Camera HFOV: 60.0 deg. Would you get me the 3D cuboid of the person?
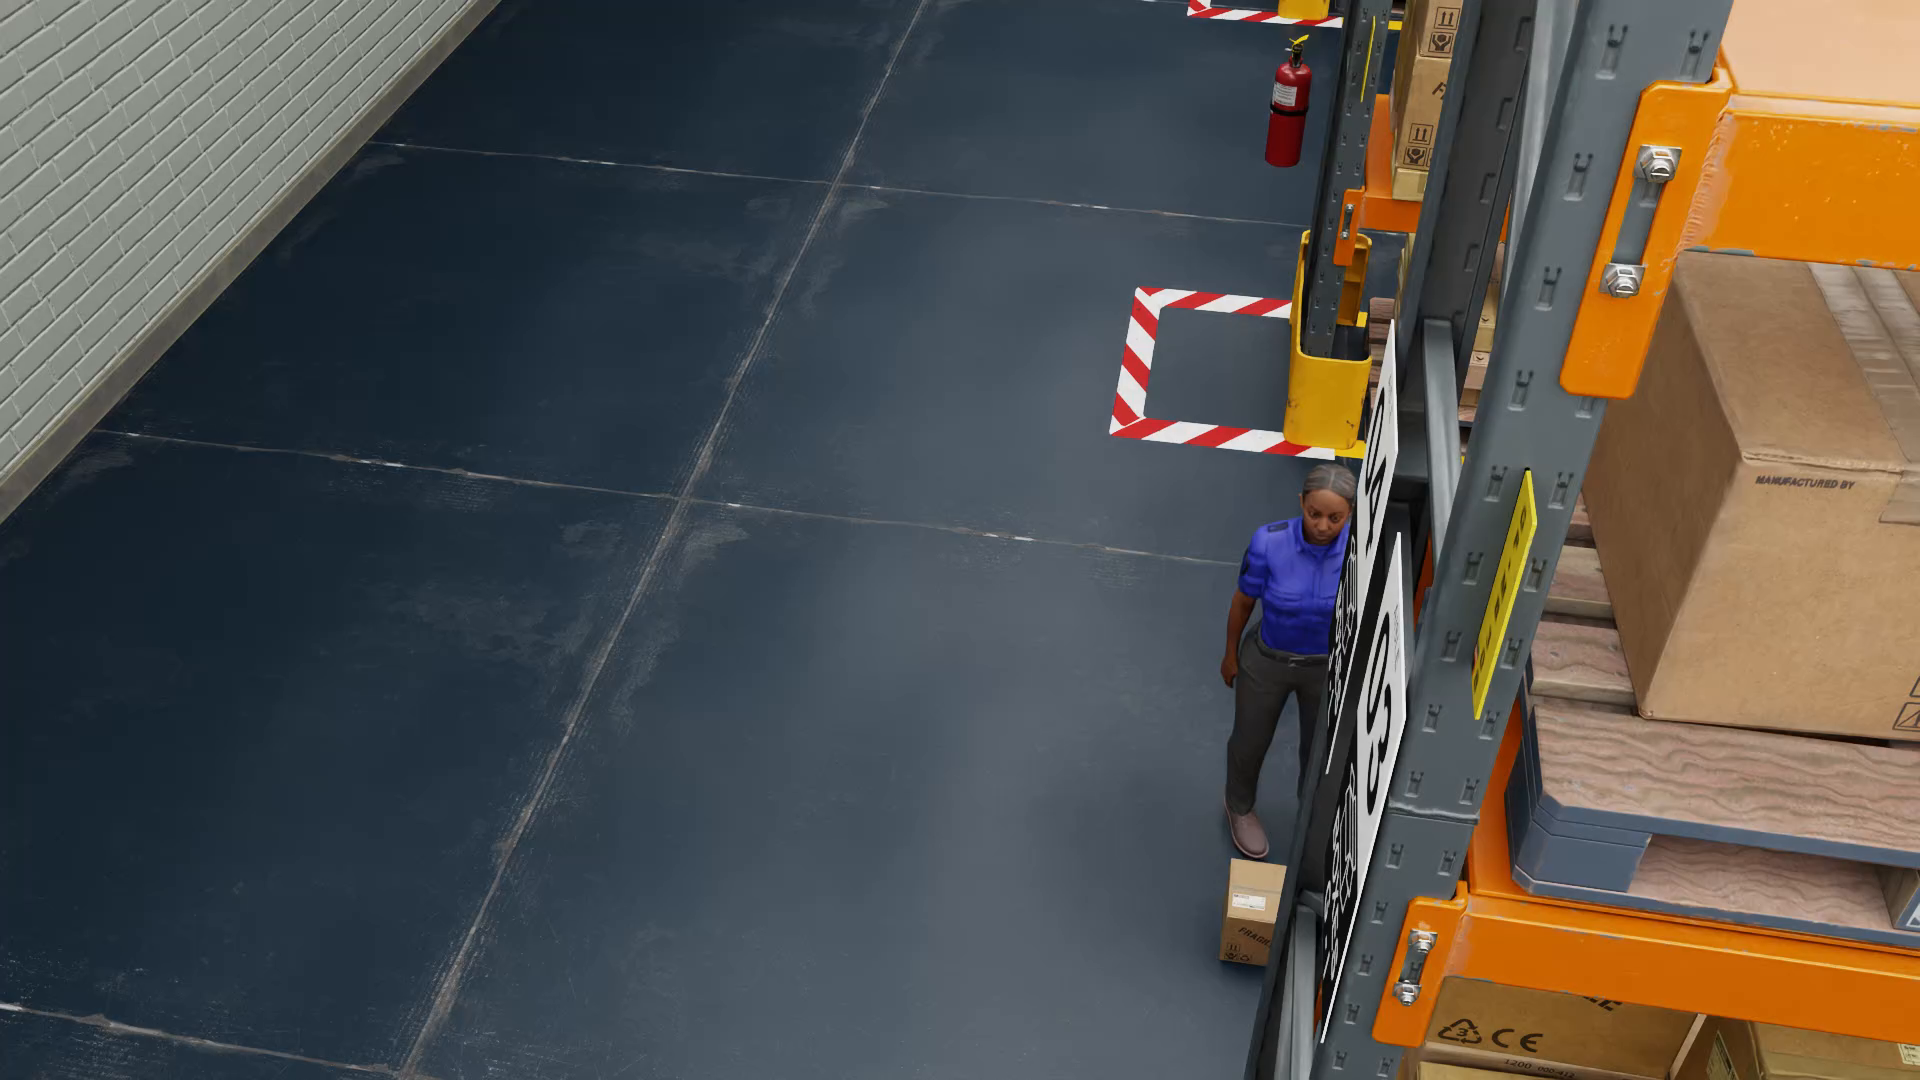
[{"bbox_3d":[1.135,0.453,5.613,0.489,1.671,0.367,3,41,4],"label":"person"}]
